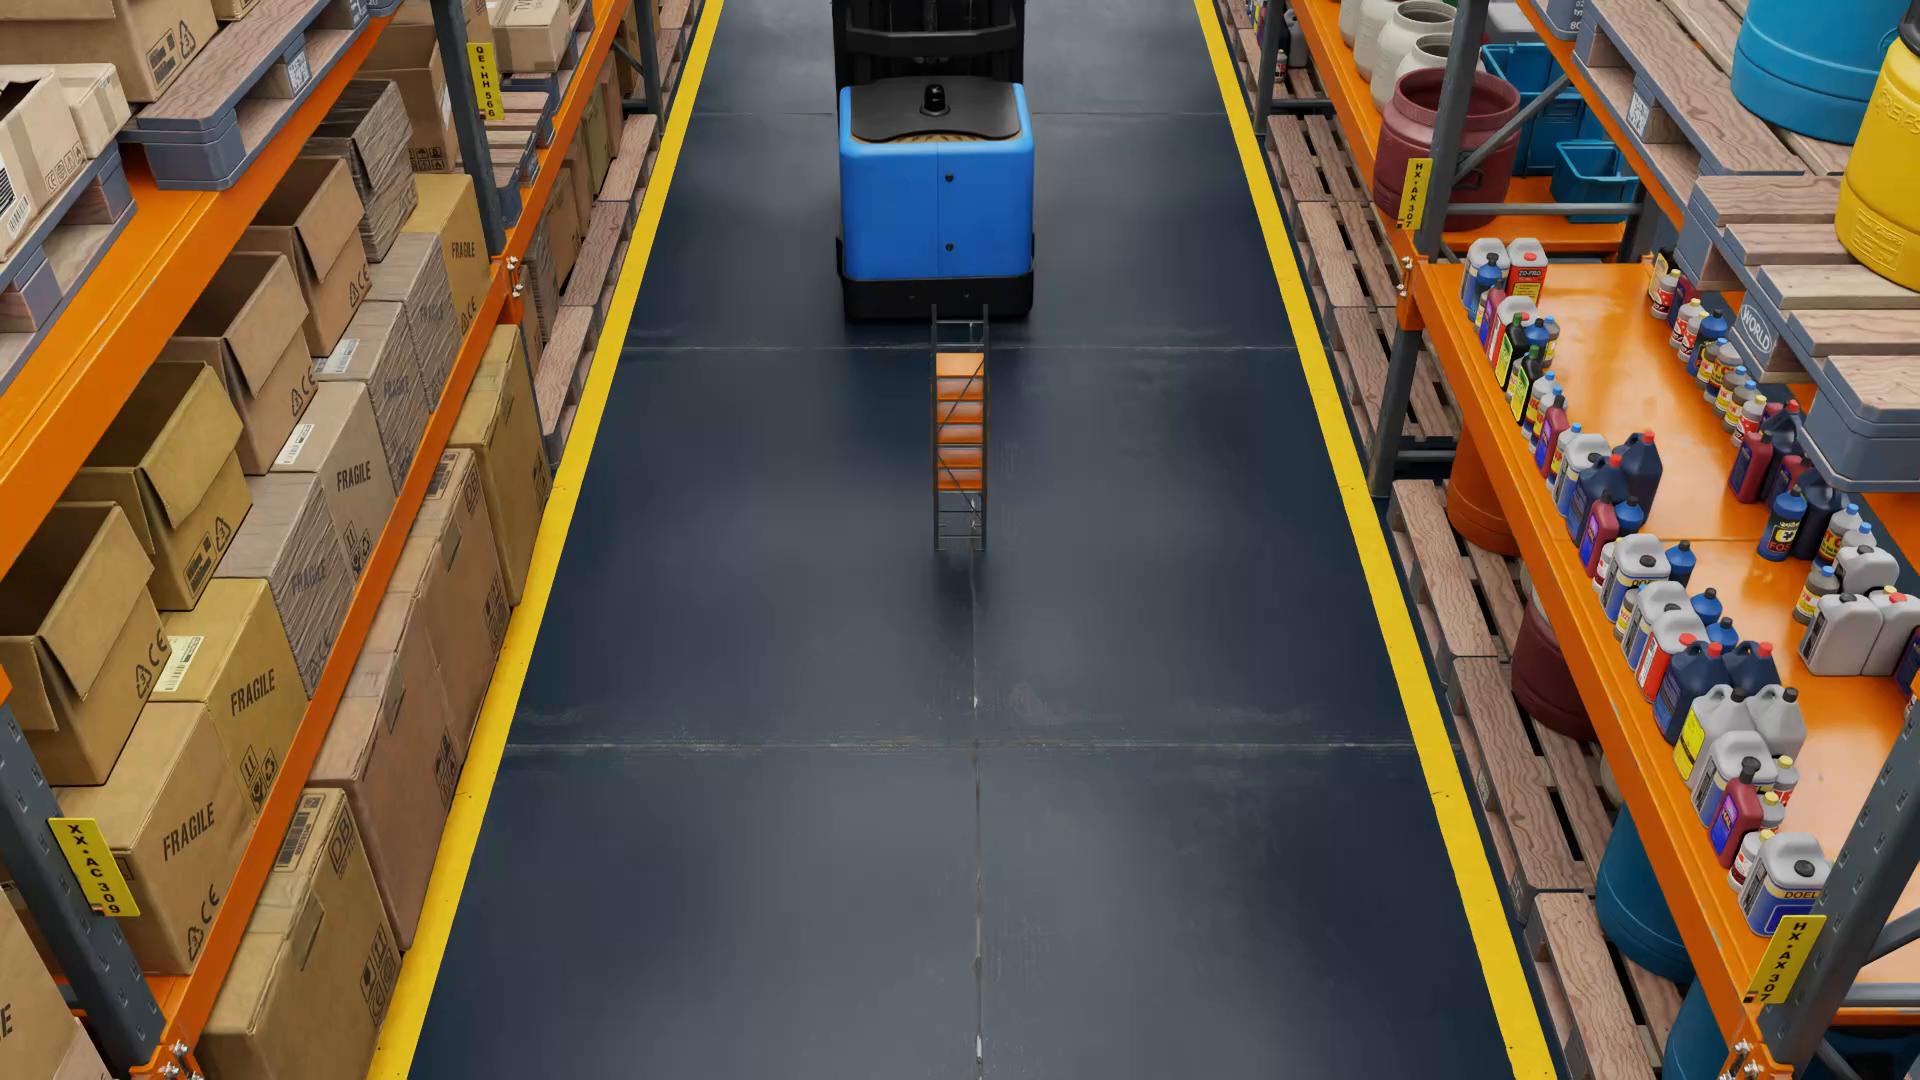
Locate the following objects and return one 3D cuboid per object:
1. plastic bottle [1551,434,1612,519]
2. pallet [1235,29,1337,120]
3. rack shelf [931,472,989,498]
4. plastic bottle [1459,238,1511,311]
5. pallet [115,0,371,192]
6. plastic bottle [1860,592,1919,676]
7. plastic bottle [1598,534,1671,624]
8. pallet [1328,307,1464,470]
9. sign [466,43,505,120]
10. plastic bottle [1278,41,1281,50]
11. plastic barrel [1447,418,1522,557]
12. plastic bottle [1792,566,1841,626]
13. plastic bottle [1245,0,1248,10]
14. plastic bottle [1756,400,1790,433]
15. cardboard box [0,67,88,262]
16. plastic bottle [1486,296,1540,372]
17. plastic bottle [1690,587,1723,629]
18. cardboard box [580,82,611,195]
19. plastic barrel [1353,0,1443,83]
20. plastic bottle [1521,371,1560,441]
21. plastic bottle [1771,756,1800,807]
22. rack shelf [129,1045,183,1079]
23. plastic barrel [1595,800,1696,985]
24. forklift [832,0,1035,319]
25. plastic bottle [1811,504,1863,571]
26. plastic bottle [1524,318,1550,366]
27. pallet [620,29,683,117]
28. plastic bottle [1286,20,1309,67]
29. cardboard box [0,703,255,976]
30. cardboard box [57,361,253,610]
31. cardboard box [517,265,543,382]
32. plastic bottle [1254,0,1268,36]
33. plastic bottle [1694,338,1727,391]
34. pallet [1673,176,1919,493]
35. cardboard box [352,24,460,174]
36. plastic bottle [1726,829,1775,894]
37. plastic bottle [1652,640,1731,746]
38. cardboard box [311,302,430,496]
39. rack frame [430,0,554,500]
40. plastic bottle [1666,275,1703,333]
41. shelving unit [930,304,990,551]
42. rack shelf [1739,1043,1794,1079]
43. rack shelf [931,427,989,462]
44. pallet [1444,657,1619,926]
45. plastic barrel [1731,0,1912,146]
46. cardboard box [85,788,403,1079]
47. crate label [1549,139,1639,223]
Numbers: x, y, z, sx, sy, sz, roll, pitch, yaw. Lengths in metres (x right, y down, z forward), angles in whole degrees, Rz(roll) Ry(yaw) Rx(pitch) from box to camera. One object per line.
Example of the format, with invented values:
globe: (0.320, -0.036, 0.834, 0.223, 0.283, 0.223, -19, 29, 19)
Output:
plastic bottle: (2.155, -0.220, 5.725, 0.152, 0.276, 0.135, 0, 39, 0)
pallet: (2.512, -3.240, 11.624, 1.003, 0.211, 1.213, 0, 39, 0)
rack shelf: (0.000, -0.255, 7.564, 0.258, 0.103, 0.180, 0, 39, 0)
plastic bottle: (2.153, -1.087, 6.807, 0.152, 0.276, 0.135, 0, 39, 0)
pallet: (-2.419, -1.398, 4.848, 1.003, 0.211, 1.213, 2, 39, 2)
plastic bottle: (2.860, 0.275, 5.108, 0.152, 0.276, 0.135, 0, 39, 0)
plastic bottle: (2.156, 0.124, 5.296, 0.152, 0.276, 0.135, 0, 39, 0)
pallet: (2.514, -0.803, 8.583, 1.003, 0.211, 1.213, 0, 39, 0)
sign: (-1.922, -1.857, 6.743, 0.100, 0.325, 0.005, 0, 39, 0)
plastic bottle: (2.141, -3.320, 11.315, 0.061, 0.283, 0.133, 2, 39, 2)
plastic barrel: (2.494, -0.418, 7.272, 0.600, 0.830, 0.708, 0, 39, 0)
plastic bottle: (2.735, 0.170, 5.298, 0.097, 0.201, 0.097, 0, 39, 0)
plastic bottle: (2.158, -4.016, 12.249, 0.097, 0.201, 0.097, 0, 39, 0)
plastic bottle: (2.904, -0.394, 5.936, 0.061, 0.283, 0.133, 0, 39, 0)
cardboard box: (-2.384, -0.887, 3.795, 0.500, 0.311, 0.500, -1, 39, -2)
plastic bottle: (2.154, -0.798, 6.446, 0.152, 0.276, 0.135, 0, 39, 0)
plastic bottle: (2.281, 0.259, 5.131, 0.097, 0.271, 0.097, 0, 39, 0)
cardboard box: (-2.521, -2.418, 10.016, 0.700, 0.500, 0.500, 0, 39, 0)
plastic barrel: (2.255, -2.633, 8.528, 0.433, 0.535, 0.433, 0, 39, 0)
plastic bottle: (2.127, -0.496, 6.073, 0.097, 0.271, 0.097, 0, 39, 0)
plastic bottle: (2.281, 0.686, 4.654, 0.097, 0.201, 0.097, 0, 39, 0)
rack shelf: (-2.470, 2.630, 2.645, 1.077, 0.370, 4.000, 0, 39, 0)
plastic barrel: (2.496, 0.967, 5.487, 0.600, 0.901, 0.708, 0, 39, 0)
forklift: (-0.191, -3.265, 9.480, 1.130, 2.935, 3.031, -2, 39, -2)
plastic bottle: (2.887, -0.002, 5.457, 0.097, 0.271, 0.097, 0, 39, 0)
plastic bottle: (2.187, -0.724, 6.357, 0.097, 0.271, 0.097, 0, 39, 0)
pallet: (-2.518, -3.236, 11.619, 1.003, 0.211, 1.213, 0, 39, 0)
plastic bottle: (2.327, -3.449, 11.421, 0.144, 0.351, 0.185, 0, 39, 0)
cardboard box: (-2.223, 0.772, 4.309, 0.500, 0.500, 0.500, 0, 39, 0)
cardboard box: (-2.470, -0.161, 4.670, 0.797, 0.503, 0.637, 0, 39, 0)
cardboard box: (-2.498, -1.018, 8.269, 0.700, 0.500, 0.500, -2, 39, -2)
plastic bottle: (2.182, -3.770, 11.823, 0.144, 0.351, 0.185, 0, 39, 0)
plastic bottle: (2.886, -0.677, 6.355, 0.097, 0.201, 0.097, 0, 39, 0)
pallet: (2.382, -0.492, 3.718, 1.213, 0.211, 1.003, 0, 39, 0)
cardboard box: (-2.517, -1.943, 7.361, 0.500, 0.500, 0.500, -5, 39, -6)
plastic bottle: (2.129, 0.854, 4.445, 0.097, 0.201, 0.097, 0, 39, 0)
plastic bottle: (2.152, 0.424, 4.862, 0.144, 0.351, 0.185, 0, 39, 0)
cardboard box: (-2.230, -0.497, 5.892, 0.500, 0.500, 0.500, -1, 39, -2)
rack frame: (-2.477, -1.403, 7.102, 1.000, 3.000, 0.127, 0, 39, 0)
plastic bottle: (2.903, -0.964, 6.648, 0.061, 0.283, 0.133, 0, 39, 0)
shelving unit: (0.000, -0.477, 7.386, 0.258, 1.200, 0.189, 0, 39, 0)
rack shelf: (2.483, 2.626, 2.649, 1.077, 0.370, 4.000, 0, 39, 0)
rack shelf: (0.000, -0.443, 7.414, 0.258, 0.103, 0.180, 0, 39, 0)
pallet: (2.517, 0.936, 6.414, 1.003, 0.211, 1.213, 0, 39, 0)
plastic barrel: (2.326, -1.502, 4.091, 0.600, 0.901, 0.708, 0, 39, 0)
cardboard box: (-2.493, 1.363, 5.013, 1.225, 0.875, 0.875, 0, 39, 0)
crate label: (2.850, -1.605, 7.488, 0.303, 0.233, 0.416, 0, 39, 0)
